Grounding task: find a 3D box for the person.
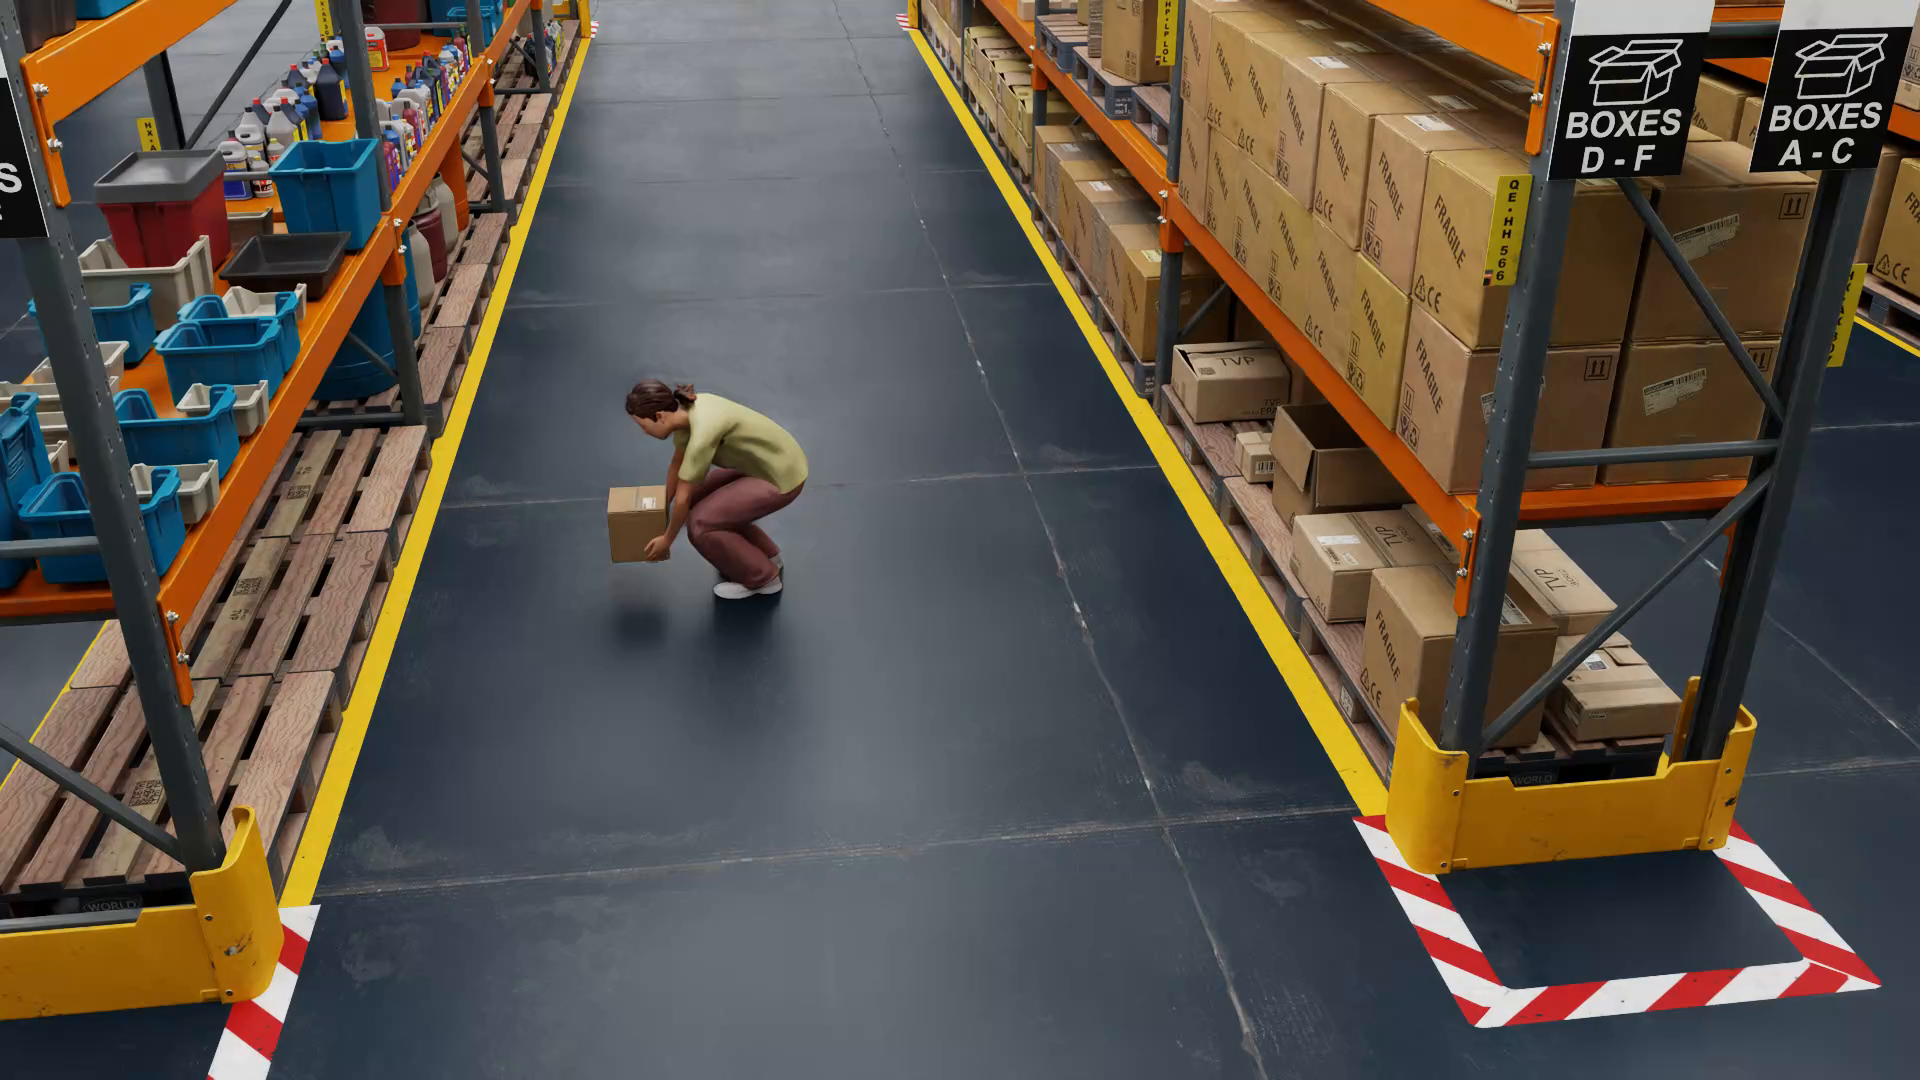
[{"bbox_3d":[-1.046,-0.246,7.309,0.764,1.028,0.495,-4,27,-7],"label":"person"}]
